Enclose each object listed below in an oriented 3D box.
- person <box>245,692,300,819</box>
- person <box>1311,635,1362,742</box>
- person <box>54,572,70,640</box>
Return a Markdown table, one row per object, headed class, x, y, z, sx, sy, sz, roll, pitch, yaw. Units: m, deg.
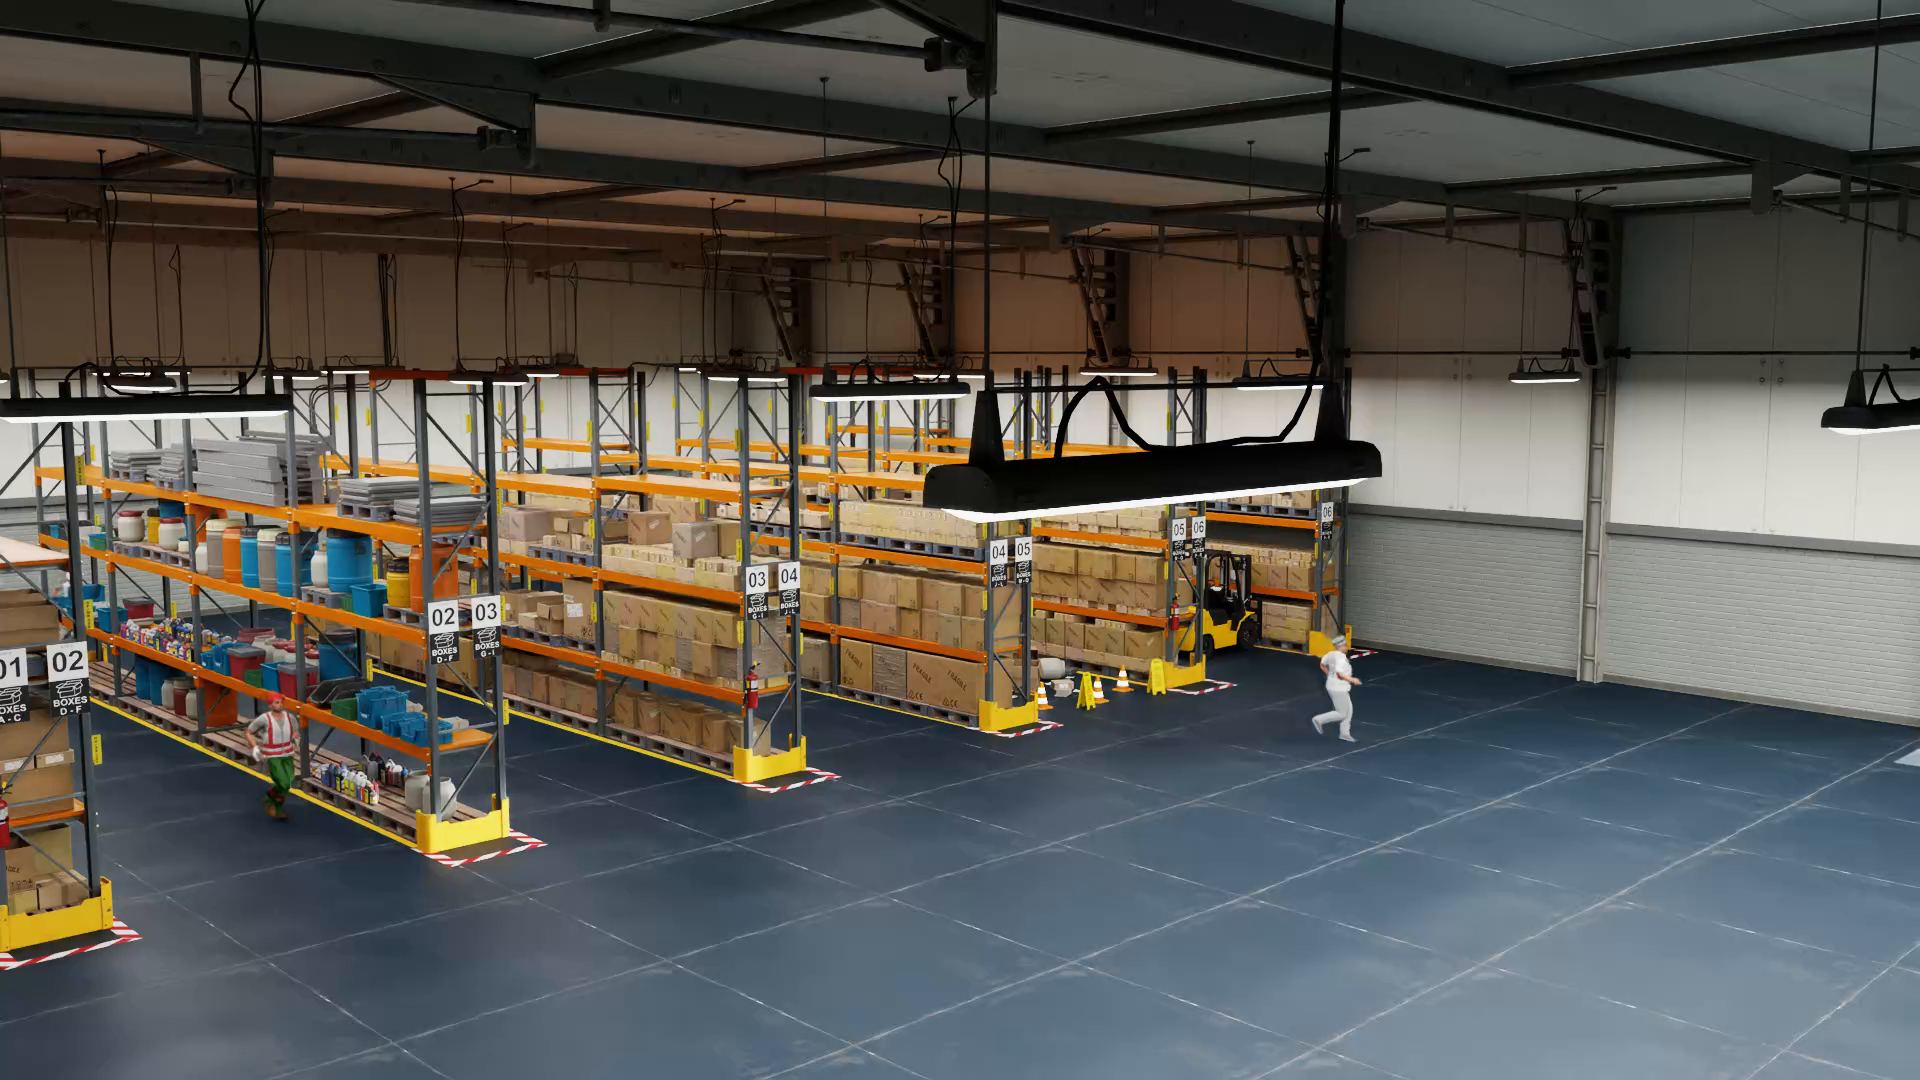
| class | x | y | z | sx | sy | sz | roll | pitch | yaw |
| --- | --- | --- | --- | --- | --- | --- | --- | --- | --- |
| person | -9.170 | 2.921 | 22.428 | 0.616 | 1.743 | 0.648 | 5 | 8 | 37 |
| person | 6.102 | 2.434 | 27.073 | 0.815 | 1.788 | 0.672 | 0 | 6 | -3 |
| person | -18.582 | 1.545 | 34.693 | 0.845 | 1.828 | 0.621 | -4 | 7 | -30 |
